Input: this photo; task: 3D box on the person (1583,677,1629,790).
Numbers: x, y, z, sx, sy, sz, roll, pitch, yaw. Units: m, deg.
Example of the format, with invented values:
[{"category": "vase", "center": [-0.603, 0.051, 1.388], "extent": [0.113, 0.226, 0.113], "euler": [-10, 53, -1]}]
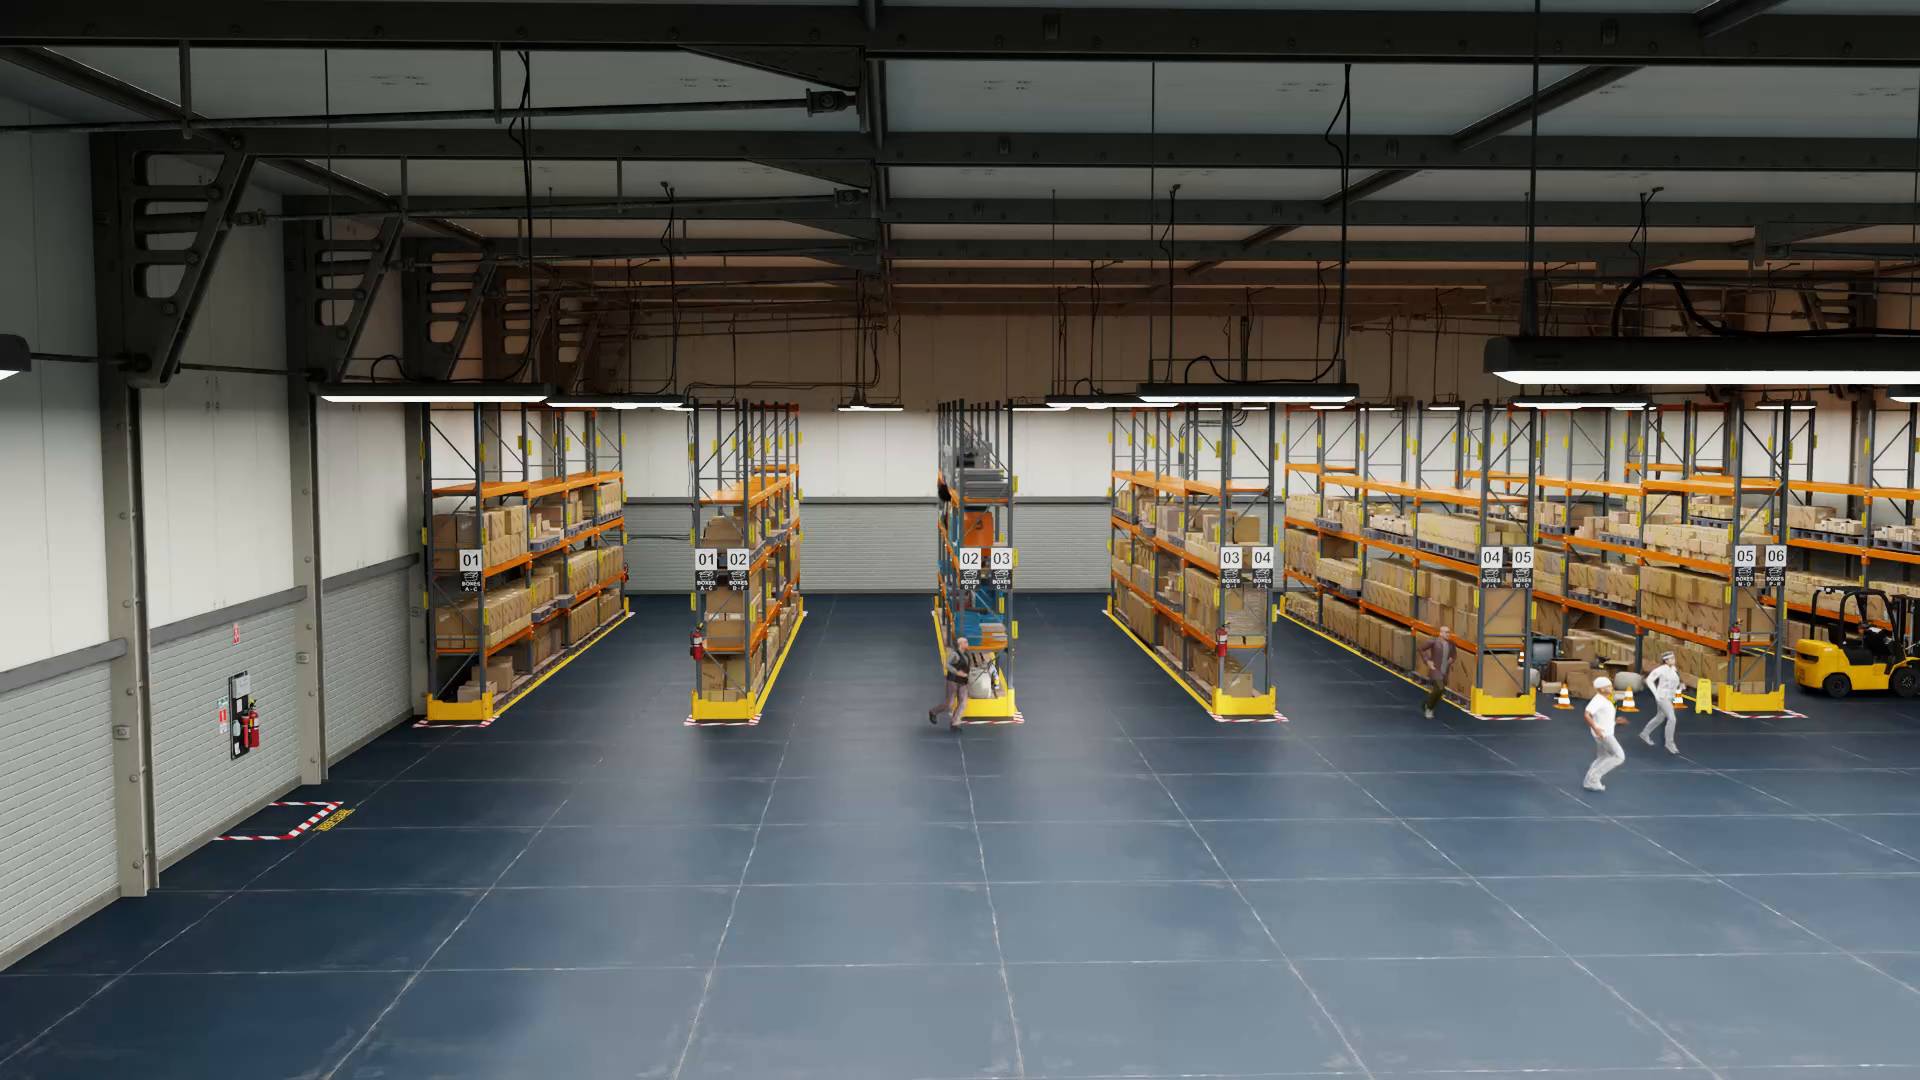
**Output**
[{"category": "person", "center": [9.770, 2.934, 25.142], "extent": [0.634, 1.726, 0.683], "euler": [2, 5, 22]}]

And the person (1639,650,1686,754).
[{"category": "person", "center": [11.980, 2.725, 28.341], "extent": [0.607, 1.744, 0.754], "euler": [-4, 6, -42]}]

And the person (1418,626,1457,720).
[{"category": "person", "center": [9.022, 2.489, 31.312], "extent": [0.701, 1.753, 0.699], "euler": [-2, 5, -21]}]

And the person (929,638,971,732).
[{"category": "person", "center": [-0.078, 2.605, 30.280], "extent": [0.842, 1.666, 0.697], "euler": [4, 6, 43]}]
